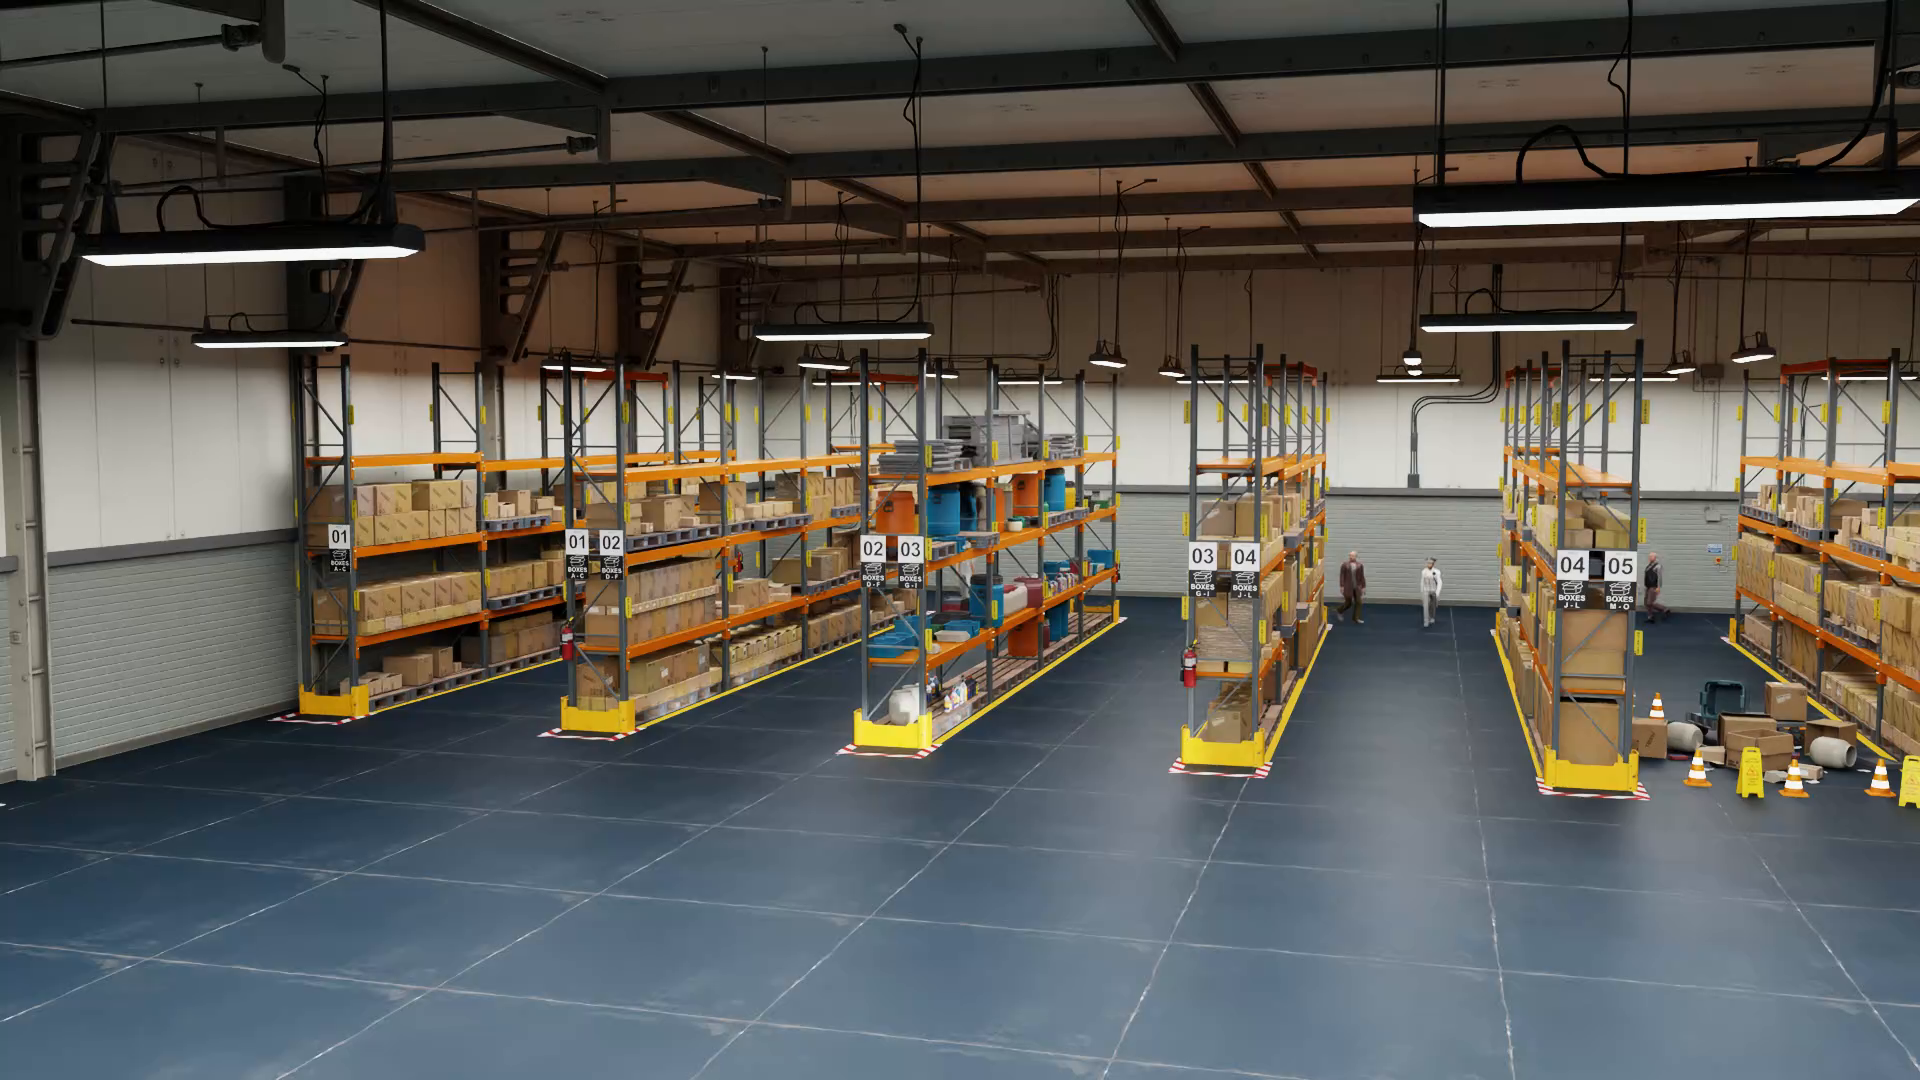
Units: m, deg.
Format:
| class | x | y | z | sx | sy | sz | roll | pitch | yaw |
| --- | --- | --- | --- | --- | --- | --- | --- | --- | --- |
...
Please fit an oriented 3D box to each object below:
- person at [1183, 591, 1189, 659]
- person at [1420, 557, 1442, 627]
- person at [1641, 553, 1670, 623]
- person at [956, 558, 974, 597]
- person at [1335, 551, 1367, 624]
| class | x | y | z | sx | sy | sz | roll | pitch | yaw |
| --- | --- | --- | --- | --- | --- | --- | --- | --- | --- |
| person | 4.850 | 1.585 | 34.182 | 0.595 | 1.723 | 1.077 | 2 | 5 | 21 |
| person | 11.170 | 1.221 | 39.426 | 0.481 | 1.628 | 0.996 | 1 | 4 | 13 |
| person | 16.680 | 1.150 | 39.865 | 0.573 | 1.700 | 0.563 | 0 | 4 | 1 |
| person | 0.128 | 0.914 | 43.679 | 0.464 | 1.620 | 1.006 | 1 | 4 | 8 |
| person | 9.375 | 1.126 | 39.896 | 0.576 | 1.749 | 0.798 | -2 | 5 | -26 |
